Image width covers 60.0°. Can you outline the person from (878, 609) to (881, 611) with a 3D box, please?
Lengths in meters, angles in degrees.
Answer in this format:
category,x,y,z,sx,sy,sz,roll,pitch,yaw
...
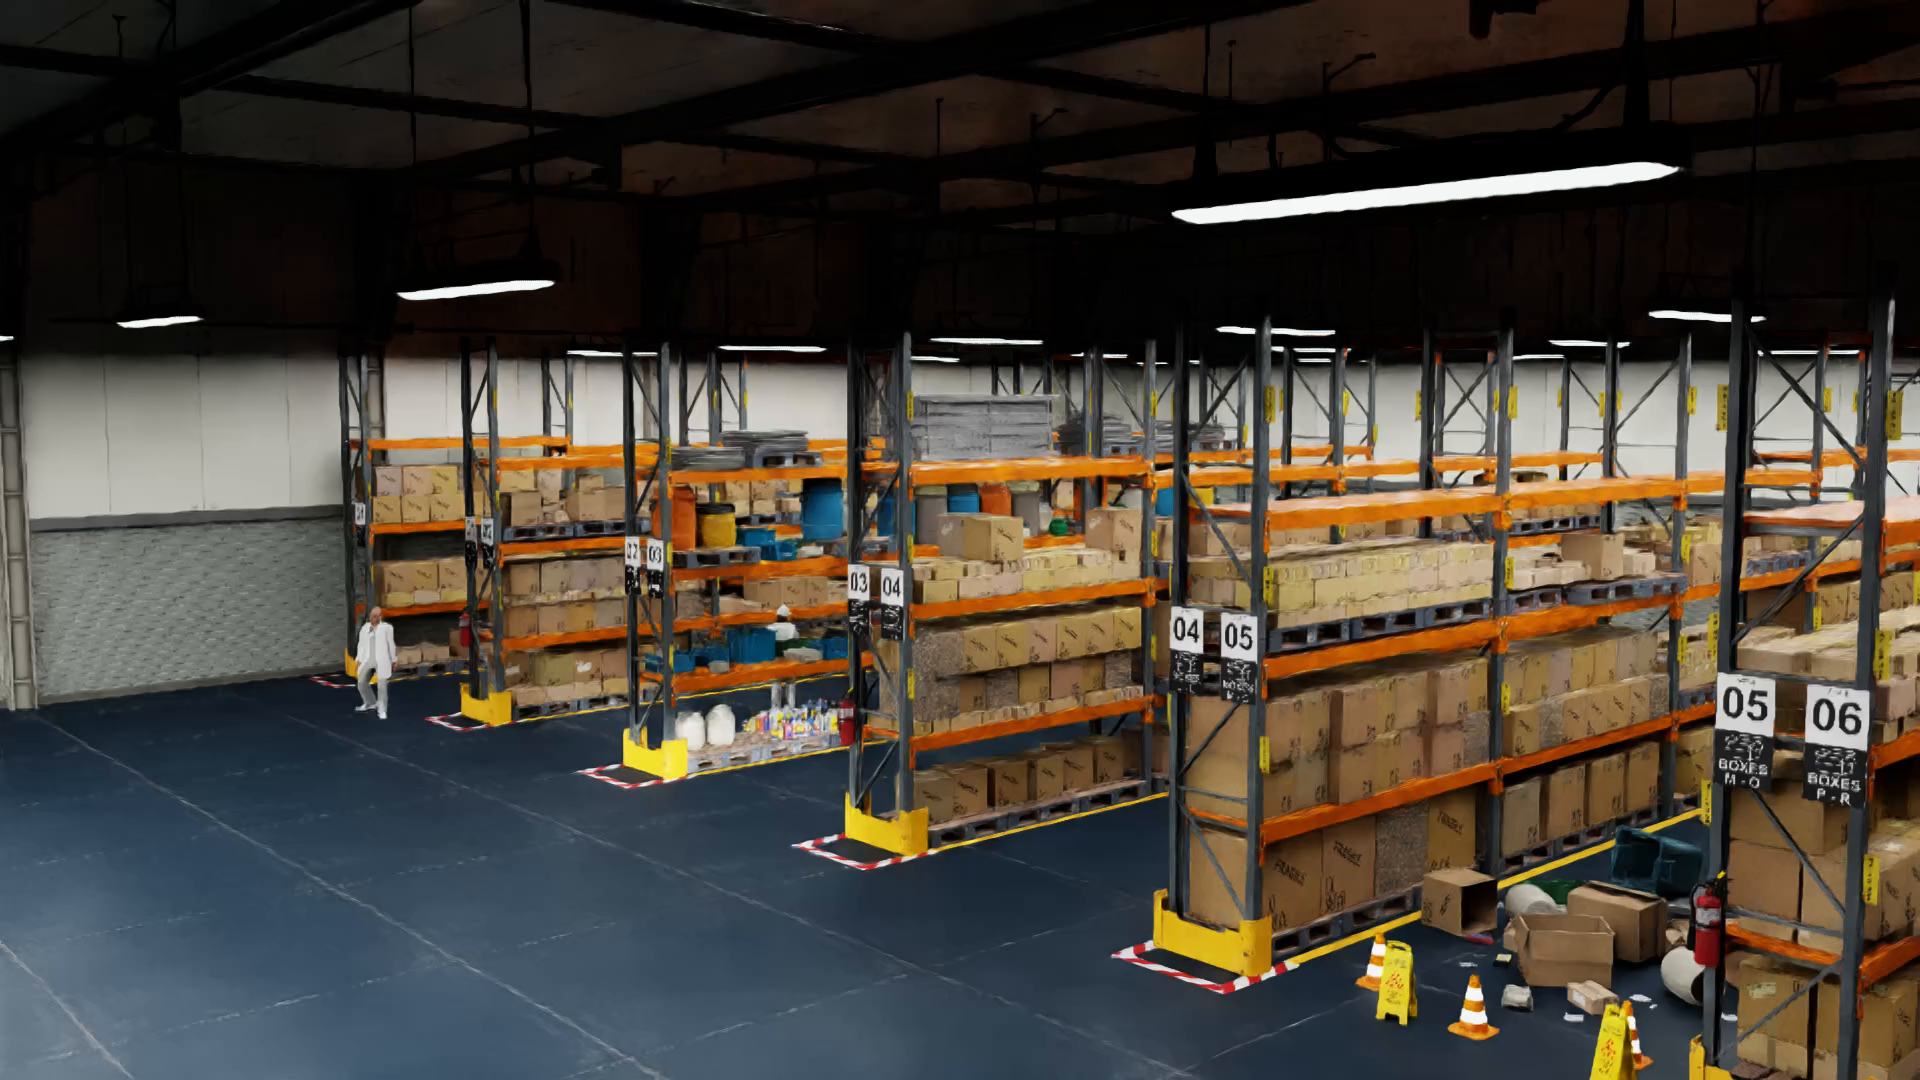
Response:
category,x,y,z,sx,sy,sz,roll,pitch,yaw
person,-1.532,1.246,34.250,0.449,1.679,0.540,2,5,19

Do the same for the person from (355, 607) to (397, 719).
category,x,y,z,sx,sy,sz,roll,pitch,yaw
person,-9.307,1.927,26.318,0.786,1.769,0.498,1,5,8

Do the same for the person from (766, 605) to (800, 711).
category,x,y,z,sx,sy,sz,roll,pitch,yaw
person,-2.788,1.908,26.289,0.662,1.783,0.577,-1,5,-14
